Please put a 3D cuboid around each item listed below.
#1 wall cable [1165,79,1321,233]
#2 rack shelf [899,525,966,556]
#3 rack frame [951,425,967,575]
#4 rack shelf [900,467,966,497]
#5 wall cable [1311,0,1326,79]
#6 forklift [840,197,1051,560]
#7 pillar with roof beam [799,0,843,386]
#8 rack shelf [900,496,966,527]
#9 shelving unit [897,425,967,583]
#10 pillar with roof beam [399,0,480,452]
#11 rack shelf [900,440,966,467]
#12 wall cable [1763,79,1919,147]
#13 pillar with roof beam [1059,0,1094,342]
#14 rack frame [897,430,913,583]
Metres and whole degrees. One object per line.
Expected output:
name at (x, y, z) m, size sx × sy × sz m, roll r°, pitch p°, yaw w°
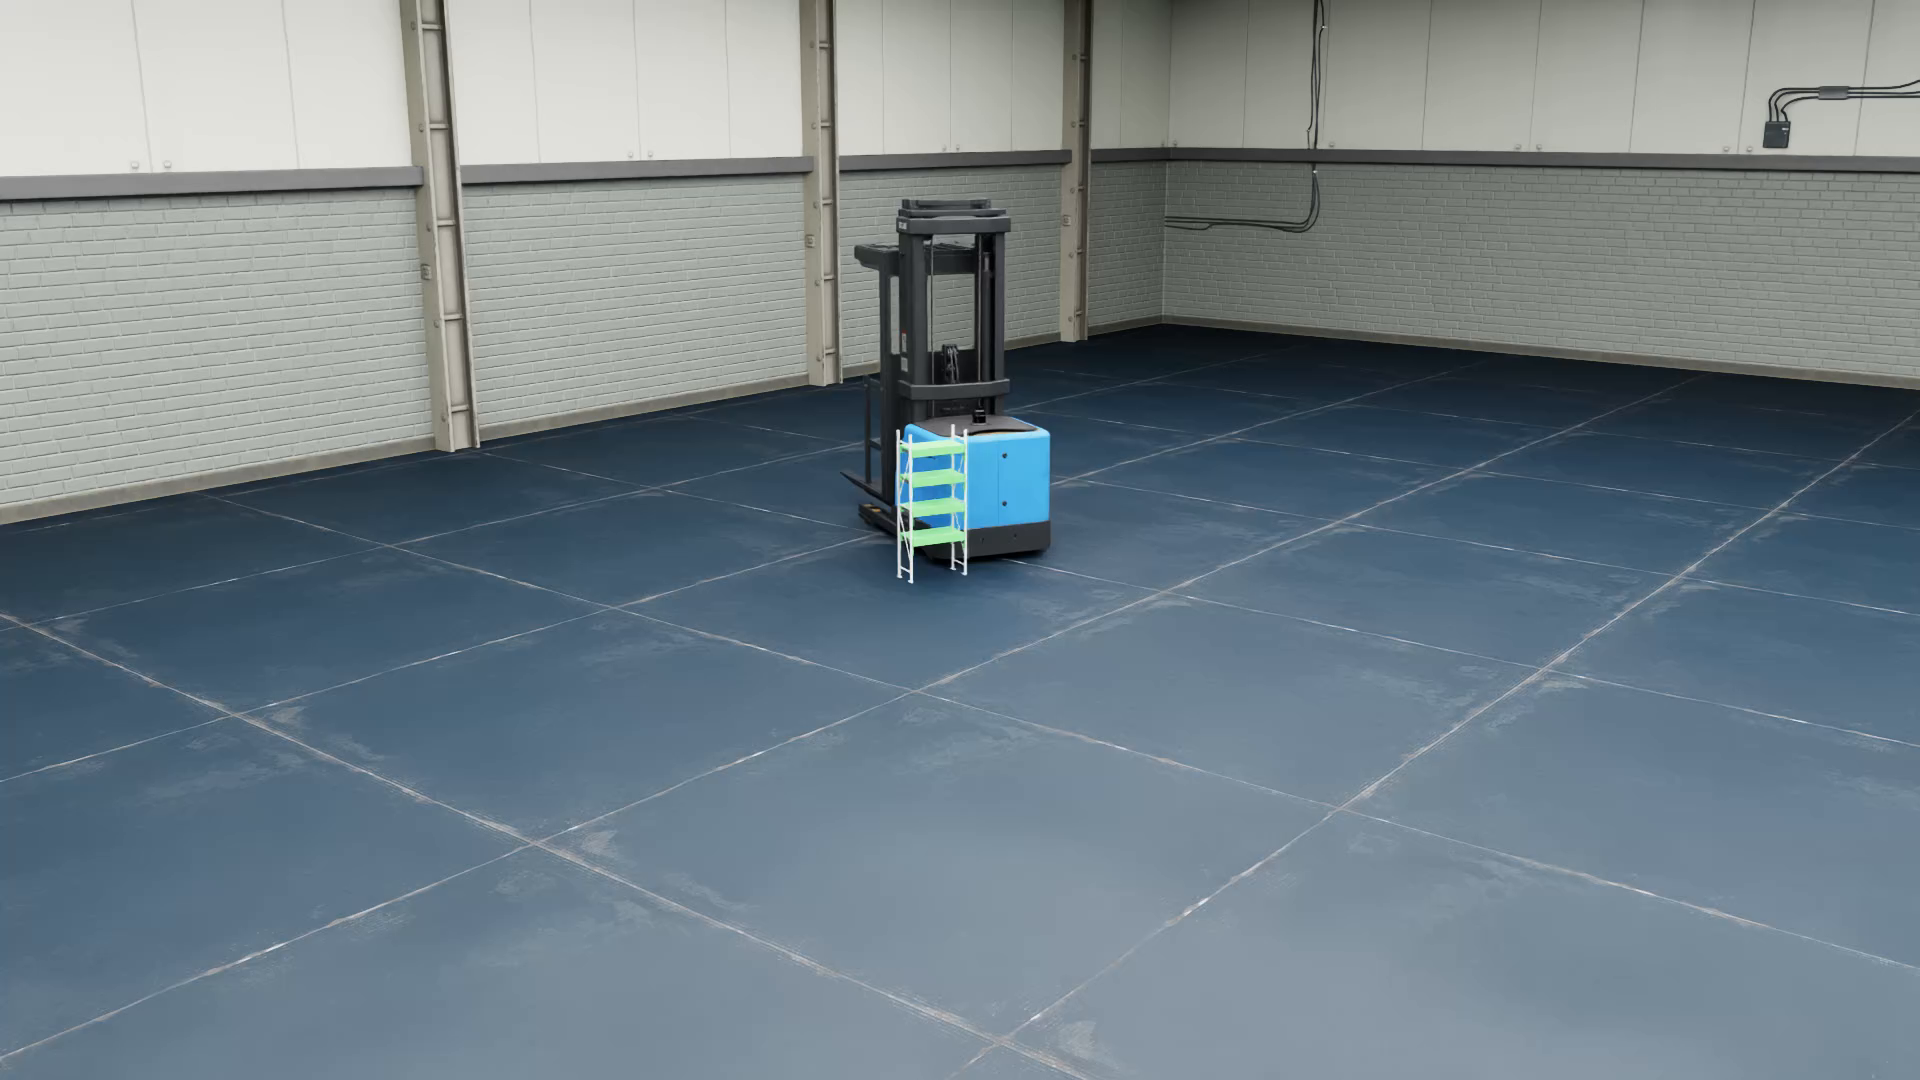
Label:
wall cable at (4.770, -6.551, 28.439) m, size 3.097 × 2.526 × 0.112 m, roll 11°, pitch 18°, yaw 38°
rack shelf at (-0.223, 0.002, 13.412) m, size 0.480 × 0.148 × 0.258 m, roll -7°, pitch 16°, yaw -27°
rack frame at (-0.007, -0.320, 13.447) m, size 0.015 × 1.200 × 0.240 m, roll -7°, pitch 16°, yaw -27°
rack shelf at (-0.223, -0.463, 13.294) m, size 0.480 × 0.148 × 0.258 m, roll -7°, pitch 16°, yaw -27°
wall cable at (6.874, -8.580, 26.170) m, size 3.097 × 2.526 × 0.112 m, roll 11°, pitch 18°, yaw 38°
forklift at (-0.278, -1.576, 14.875) m, size 1.130 × 2.935 × 3.031 m, roll -6°, pitch 15°, yaw -22°
pillar with roof beam at (1.468, -5.881, 19.496) m, size 9.100 × 9.000 × 0.400 m, roll 11°, pitch 18°, yaw 38°
rack shelf at (-0.223, -0.231, 13.353) m, size 0.480 × 0.148 × 0.258 m, roll -7°, pitch 16°, yaw -27°
shelving unit at (-0.223, -0.292, 13.337) m, size 0.503 × 1.200 × 0.258 m, roll -7°, pitch 16°, yaw -27°
pillar with roof beam at (-2.304, -4.732, 14.973) m, size 9.100 × 9.000 × 0.400 m, roll 11°, pitch 18°, yaw 38°
rack shelf at (-0.223, -0.696, 13.235) m, size 0.480 × 0.148 × 0.258 m, roll -7°, pitch 16°, yaw -27°
wall cable at (12.144, -8.232, 21.843) m, size 2.305 × 6.003 × 0.169 m, roll 11°, pitch 18°, yaw 38°
pillar with roof beam at (5.239, -7.030, 24.019) m, size 9.100 × 9.000 × 0.400 m, roll 11°, pitch 18°, yaw 38°
rack frame at (-0.439, -0.265, 13.227) m, size 0.015 × 1.200 × 0.240 m, roll -7°, pitch 16°, yaw -27°
